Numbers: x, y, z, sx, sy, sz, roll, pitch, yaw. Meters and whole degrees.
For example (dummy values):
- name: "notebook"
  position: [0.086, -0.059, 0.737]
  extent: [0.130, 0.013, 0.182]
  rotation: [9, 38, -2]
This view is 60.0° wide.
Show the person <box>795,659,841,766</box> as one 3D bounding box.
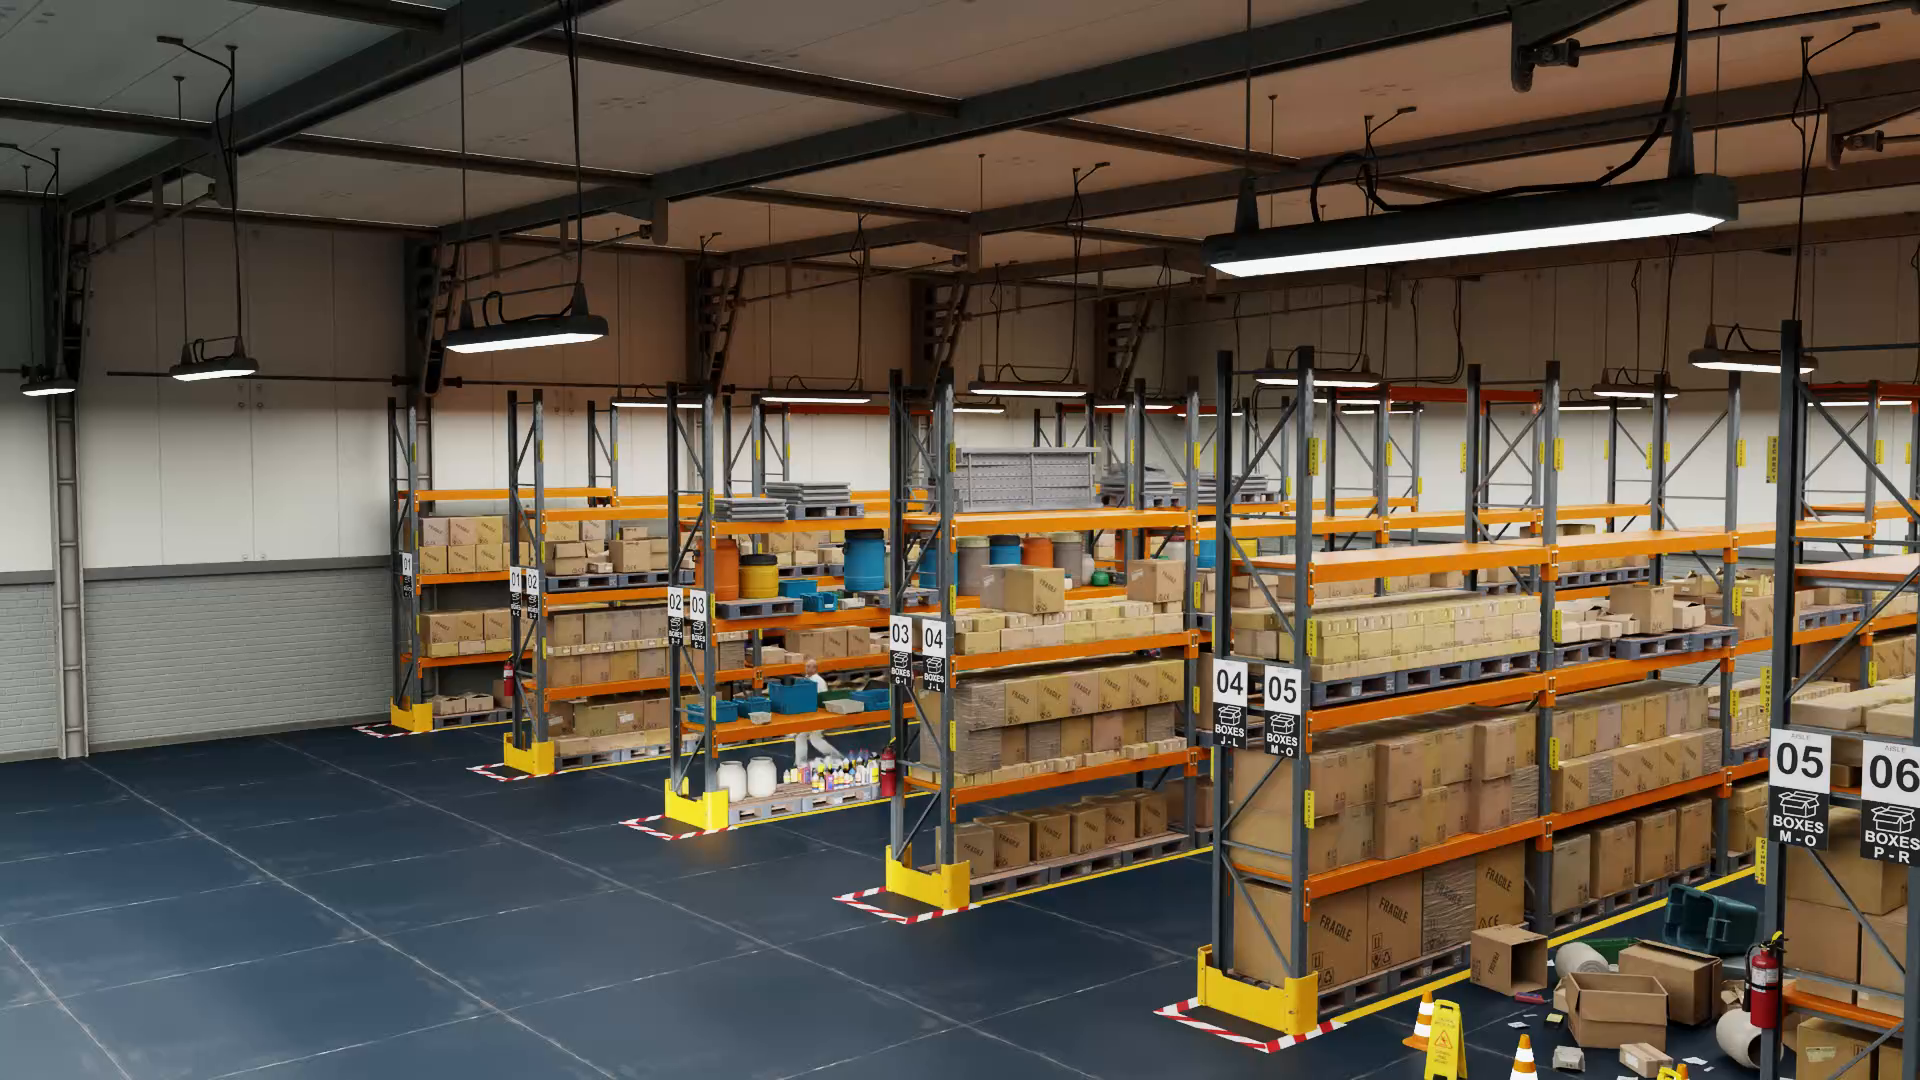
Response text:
- name: "person"
  position: [-2.299, 2.857, 25.962]
  extent: [0.921, 1.587, 0.705]
  rotation: [-3, 4, -39]

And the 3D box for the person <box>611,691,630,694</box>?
- name: "person"
  position: [-5.959, 2.604, 29.252]
  extent: [0.933, 1.661, 0.567]
  rotation: [-3, 4, -42]
